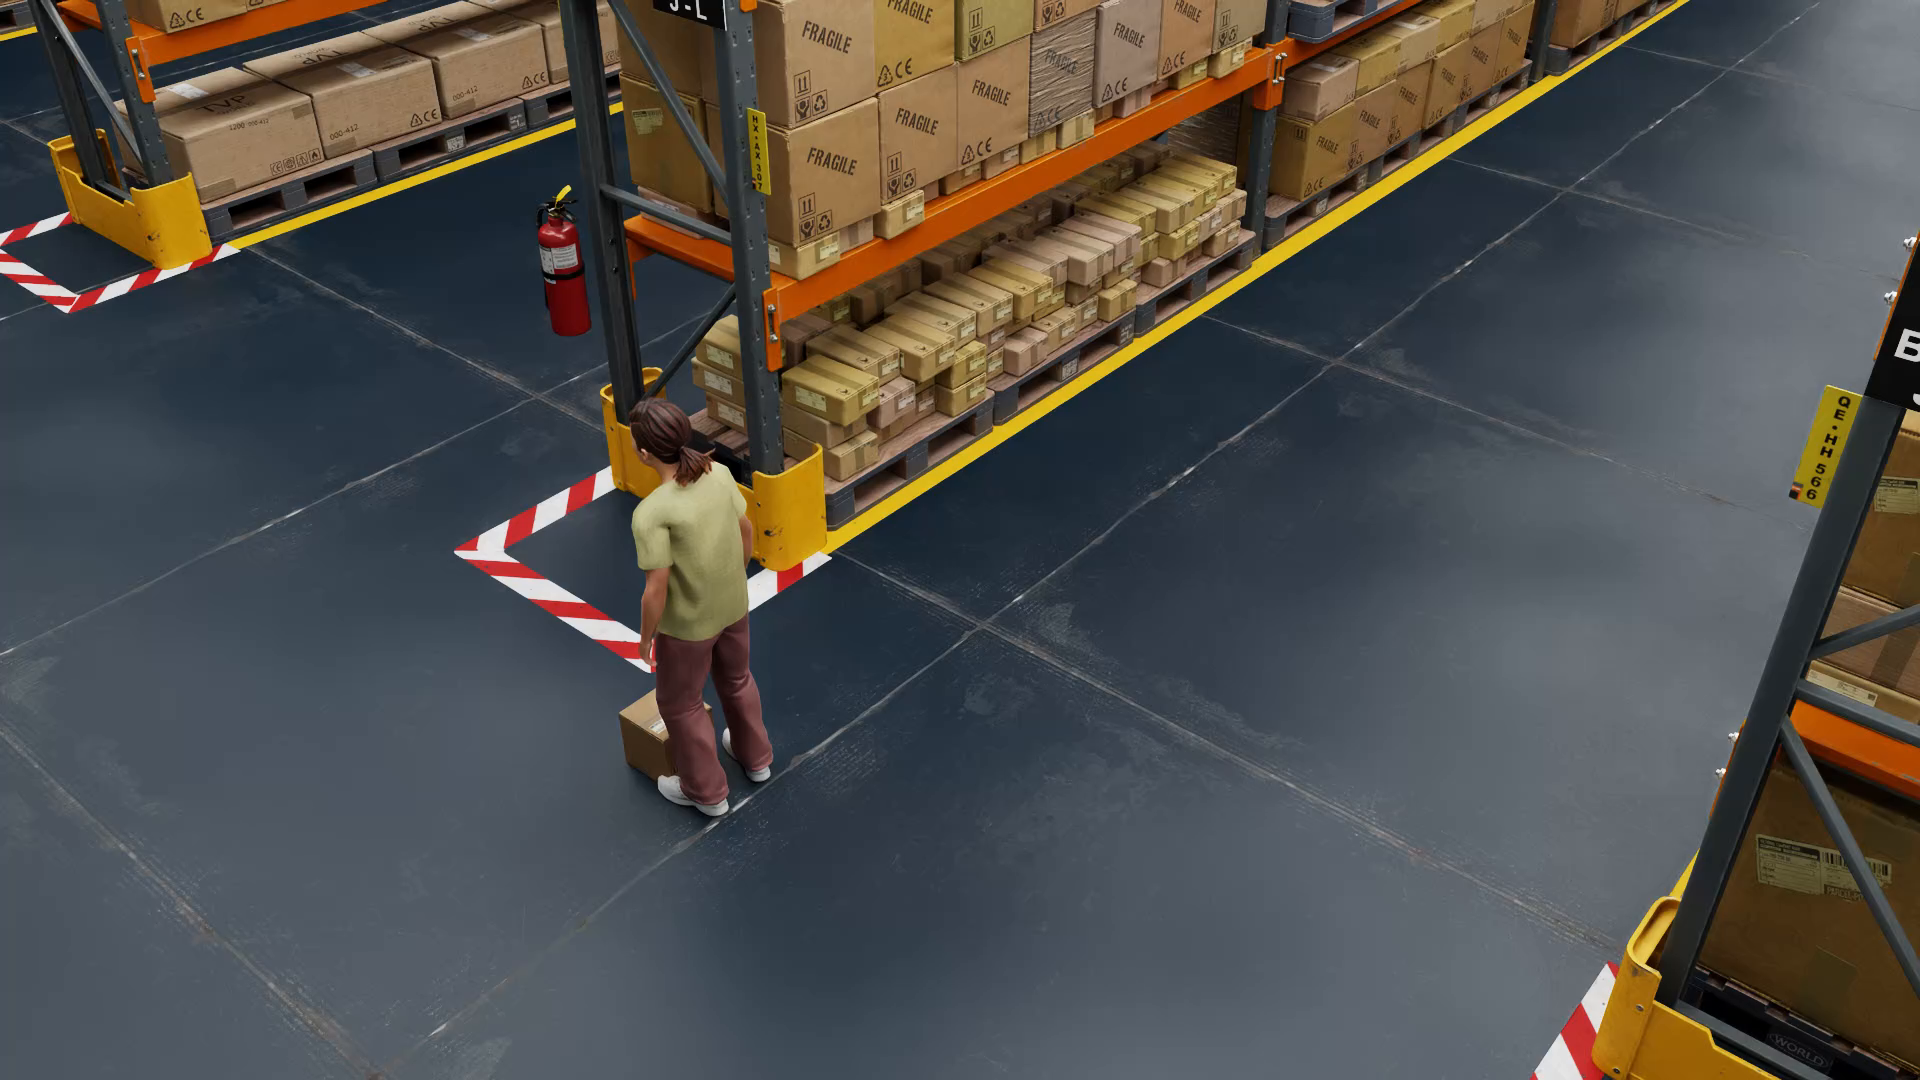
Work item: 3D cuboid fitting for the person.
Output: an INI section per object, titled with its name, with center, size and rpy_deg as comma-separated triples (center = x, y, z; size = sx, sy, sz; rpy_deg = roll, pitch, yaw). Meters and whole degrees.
[person]
center = -0.920, 0.251, 5.790
size = 0.351, 1.673, 0.516
rpy_deg = 24, 42, 30
